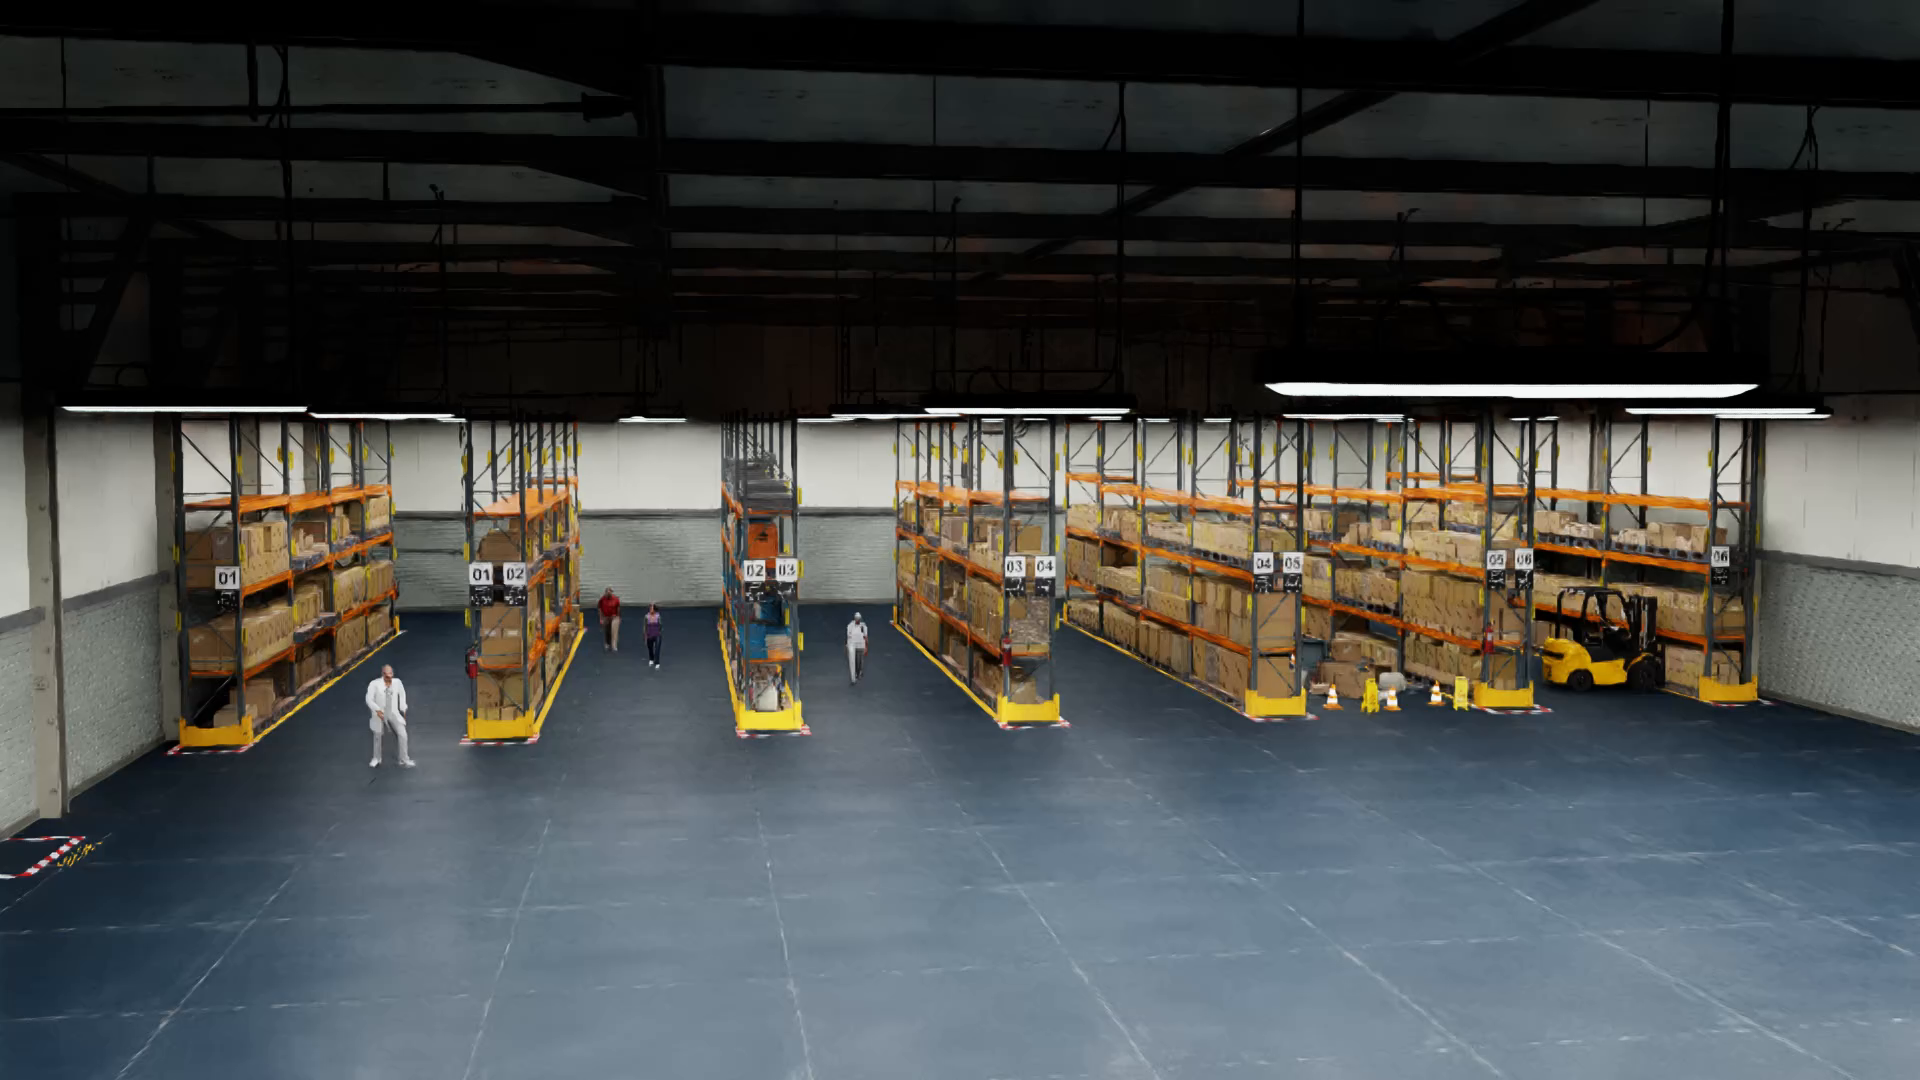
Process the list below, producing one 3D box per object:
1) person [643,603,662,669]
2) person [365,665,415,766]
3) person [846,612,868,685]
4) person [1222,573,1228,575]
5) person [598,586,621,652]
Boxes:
[{"bbox_3d":[-7.212,2.227,38.995,0.418,1.512,1.035,-1,4,-8],"label":"person"},{"bbox_3d":[-9.556,2.922,27.723,0.715,1.726,0.833,-2,5,-30],"label":"person"},{"bbox_3d":[-2.263,2.360,36.687,0.481,1.583,1.093,-1,4,-12],"label":"person"},{"bbox_3d":[7.413,1.644,46.423,0.574,1.647,0.588,0,4,1],"label":"person"},{"bbox_3d":[-8.807,1.972,41.754,0.542,1.645,1.126,-1,4,-7],"label":"person"}]
